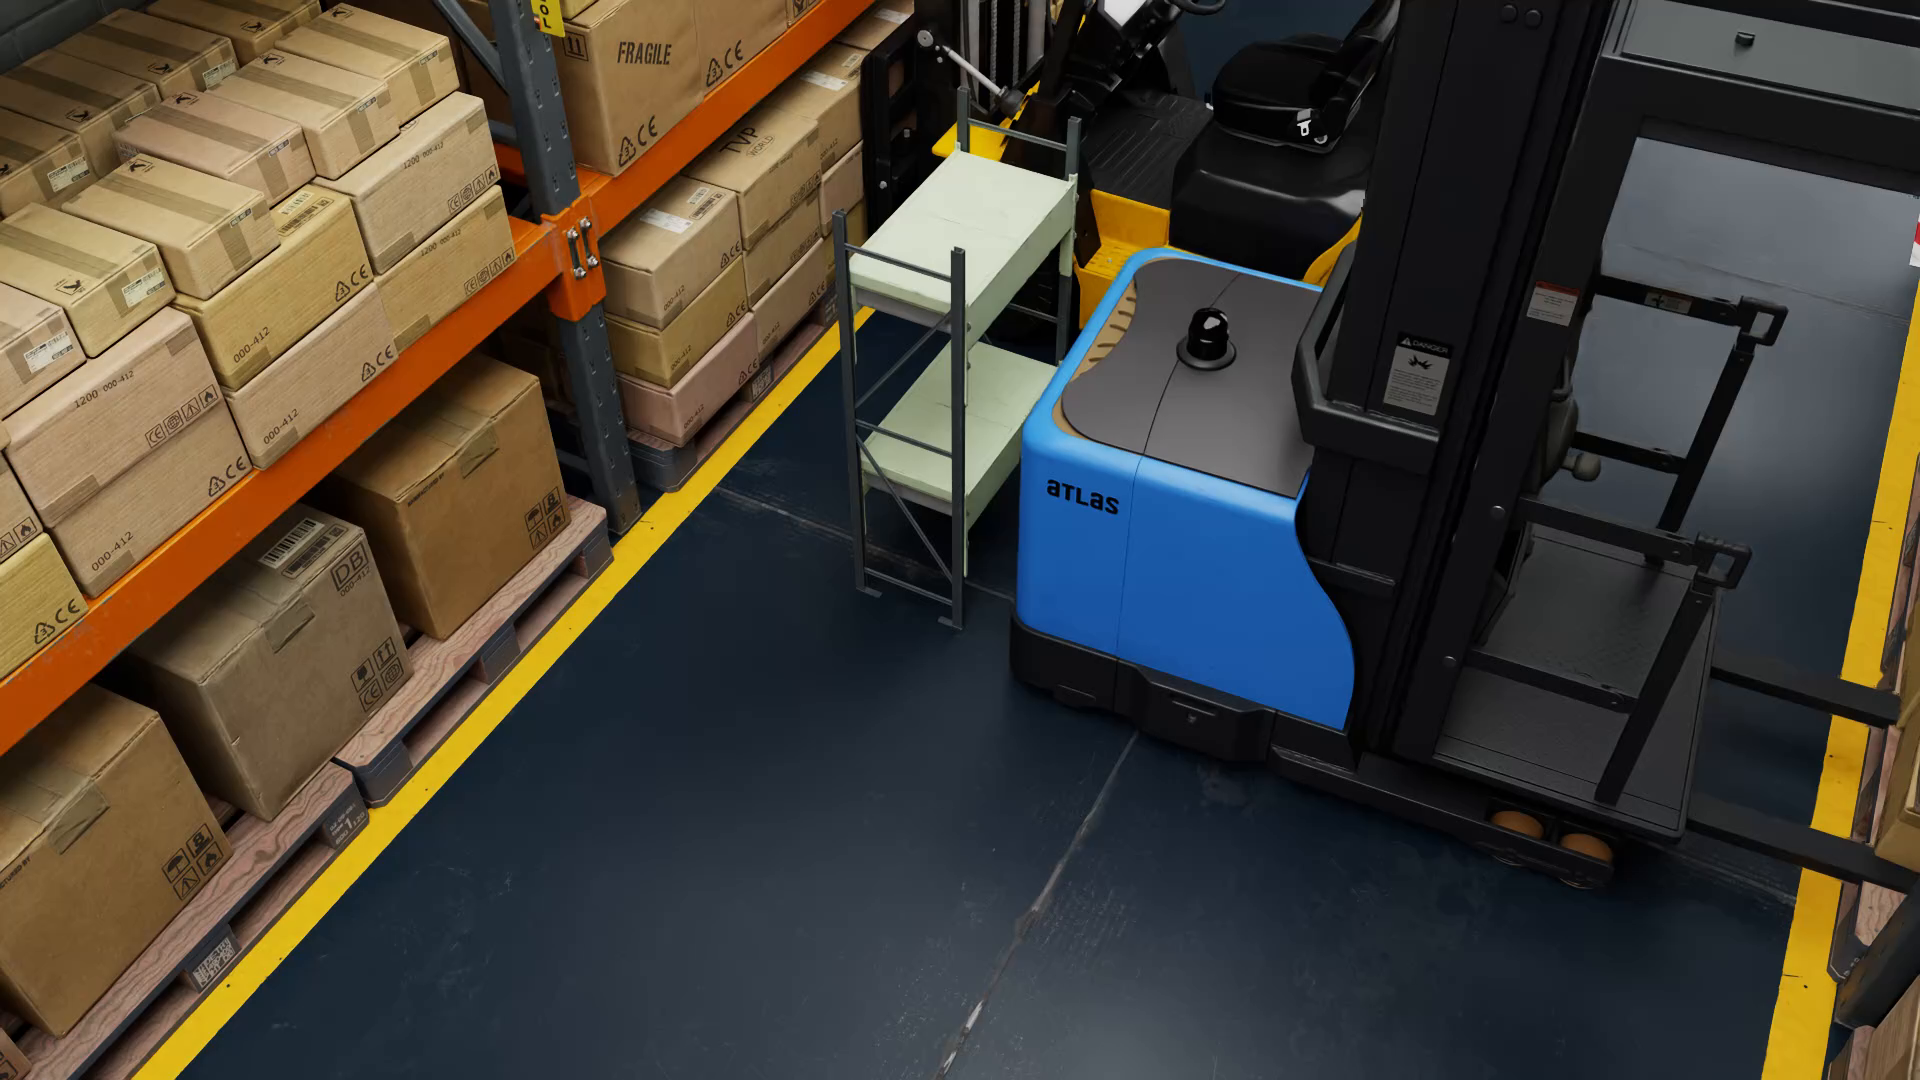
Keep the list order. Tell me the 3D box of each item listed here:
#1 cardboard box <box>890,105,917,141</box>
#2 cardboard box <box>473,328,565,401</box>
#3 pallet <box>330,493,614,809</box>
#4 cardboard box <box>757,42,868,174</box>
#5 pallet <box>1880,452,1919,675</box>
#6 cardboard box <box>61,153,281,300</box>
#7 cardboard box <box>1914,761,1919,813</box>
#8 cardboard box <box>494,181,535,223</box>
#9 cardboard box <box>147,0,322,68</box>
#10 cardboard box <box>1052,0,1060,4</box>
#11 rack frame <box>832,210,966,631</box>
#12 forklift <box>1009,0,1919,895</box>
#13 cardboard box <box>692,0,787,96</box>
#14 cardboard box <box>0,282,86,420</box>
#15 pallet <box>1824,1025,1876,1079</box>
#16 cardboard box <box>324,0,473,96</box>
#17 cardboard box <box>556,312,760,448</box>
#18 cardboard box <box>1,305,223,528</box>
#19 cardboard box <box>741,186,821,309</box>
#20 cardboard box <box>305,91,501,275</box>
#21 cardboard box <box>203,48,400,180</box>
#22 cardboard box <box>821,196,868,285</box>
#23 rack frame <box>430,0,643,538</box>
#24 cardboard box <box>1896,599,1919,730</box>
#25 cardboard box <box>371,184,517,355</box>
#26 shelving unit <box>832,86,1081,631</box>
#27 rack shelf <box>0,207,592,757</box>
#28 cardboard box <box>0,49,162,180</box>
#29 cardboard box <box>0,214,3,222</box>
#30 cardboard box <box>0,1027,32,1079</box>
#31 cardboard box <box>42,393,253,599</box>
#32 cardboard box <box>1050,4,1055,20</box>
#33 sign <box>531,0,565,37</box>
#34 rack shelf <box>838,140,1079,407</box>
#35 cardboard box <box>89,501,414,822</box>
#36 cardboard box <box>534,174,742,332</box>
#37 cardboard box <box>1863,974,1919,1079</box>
[{"bbox_3d":[-0.375,-1.774,6.681,0.500,0.250,0.500,20,49,19],"label":"cardboard box"},{"bbox_3d":[-1.537,-0.819,6.089,0.500,0.250,0.500,21,49,19],"label":"cardboard box"},{"bbox_3d":[-1.891,0.192,5.412,1.003,0.211,1.213,20,49,19],"label":"pallet"},{"bbox_3d":[-0.614,-1.635,6.192,0.500,0.250,0.500,22,49,20],"label":"cardboard box"},{"bbox_3d":[3.660,0.145,5.458,1.003,0.211,1.213,20,49,19],"label":"pallet"},{"bbox_3d":[-1.814,-0.725,3.832,0.380,0.149,0.250,19,48,18],"label":"cardboard box"},{"bbox_3d":[2.852,0.465,4.292,0.500,0.500,0.500,20,49,19],"label":"cardboard box"},{"bbox_3d":[-1.526,-1.172,5.734,0.500,0.250,0.500,21,49,20],"label":"cardboard box"},{"bbox_3d":[-1.937,-1.378,4.477,0.380,0.149,0.250,19,48,18],"label":"cardboard box"},{"bbox_3d":[0.324,-2.732,7.628,0.500,0.250,0.500,20,49,19],"label":"cardboard box"},{"bbox_3d":[-0.167,-0.301,4.993,0.400,1.500,0.023,20,49,19],"label":"rack frame"},{"bbox_3d":[1.720,-0.466,4.150,3.031,2.935,1.130,17,48,16],"label":"forklift"},{"bbox_3d":[-0.919,-1.828,5.377,0.500,0.500,0.500,21,49,20],"label":"cardboard box"},{"bbox_3d":[-2.112,-0.426,3.535,0.380,0.149,0.250,21,49,19],"label":"cardboard box"},{"bbox_3d":[2.455,1.842,3.781,1.003,0.211,1.213,20,49,19],"label":"pallet"},{"bbox_3d":[-1.614,-1.673,5.224,0.500,0.500,0.500,20,49,19],"label":"cardboard box"},{"bbox_3d":[-1.066,-0.642,5.914,0.500,0.250,0.500,21,49,19],"label":"cardboard box"},{"bbox_3d":[-2.060,-0.348,3.739,0.500,0.250,0.500,21,49,20],"label":"cardboard box"},{"bbox_3d":[-0.854,-1.143,6.057,0.500,0.250,0.500,20,49,19],"label":"cardboard box"},{"bbox_3d":[-1.585,-0.995,4.378,0.500,0.250,0.500,19,48,18],"label":"cardboard box"},{"bbox_3d":[-1.649,-1.072,4.174,0.380,0.149,0.250,20,49,18],"label":"cardboard box"},{"bbox_3d":[-0.619,-1.296,6.560,0.500,0.250,0.500,21,49,20],"label":"cardboard box"},{"bbox_3d":[-1.584,-1.266,4.892,1.000,3.000,0.127,20,49,19],"label":"rack frame"},{"bbox_3d":[3.089,0.390,4.894,0.500,0.250,0.500,19,48,18],"label":"cardboard box"},{"bbox_3d":[-1.586,-0.809,4.546,0.500,0.250,0.500,22,49,20],"label":"cardboard box"},{"bbox_3d":[0.003,-0.531,5.221,0.431,1.500,0.755,20,49,19],"label":"shelving unit"},{"bbox_3d":[-2.512,0.247,3.903,1.077,0.370,4.000,20,49,19],"label":"rack shelf"},{"bbox_3d":[-2.224,-1.069,4.172,0.380,0.149,0.250,20,49,19],"label":"cardboard box"},{"bbox_3d":[-2.463,-0.753,3.859,0.380,0.149,0.250,20,49,19],"label":"cardboard box"},{"bbox_3d":[-2.842,1.139,3.890,0.875,0.625,0.625,22,49,20],"label":"cardboard box"},{"bbox_3d":[-2.072,-0.188,3.932,0.500,0.250,0.500,21,49,19],"label":"cardboard box"},{"bbox_3d":[0.096,-2.256,7.509,0.500,0.250,0.500,20,49,19],"label":"cardboard box"},{"bbox_3d":[-1.098,-1.472,4.337,0.100,0.325,0.005,20,49,19],"label":"sign"},{"bbox_3d":[0.003,-0.806,4.943,0.431,0.370,0.720,20,49,19],"label":"rack shelf"},{"bbox_3d":[-2.183,0.240,4.778,0.875,0.625,0.625,20,49,19],"label":"cardboard box"},{"bbox_3d":[-1.081,-0.999,5.564,0.500,0.250,0.500,20,49,18],"label":"cardboard box"},{"bbox_3d":[2.573,1.478,3.732,0.950,0.372,0.625,21,49,20],"label":"cardboard box"}]
